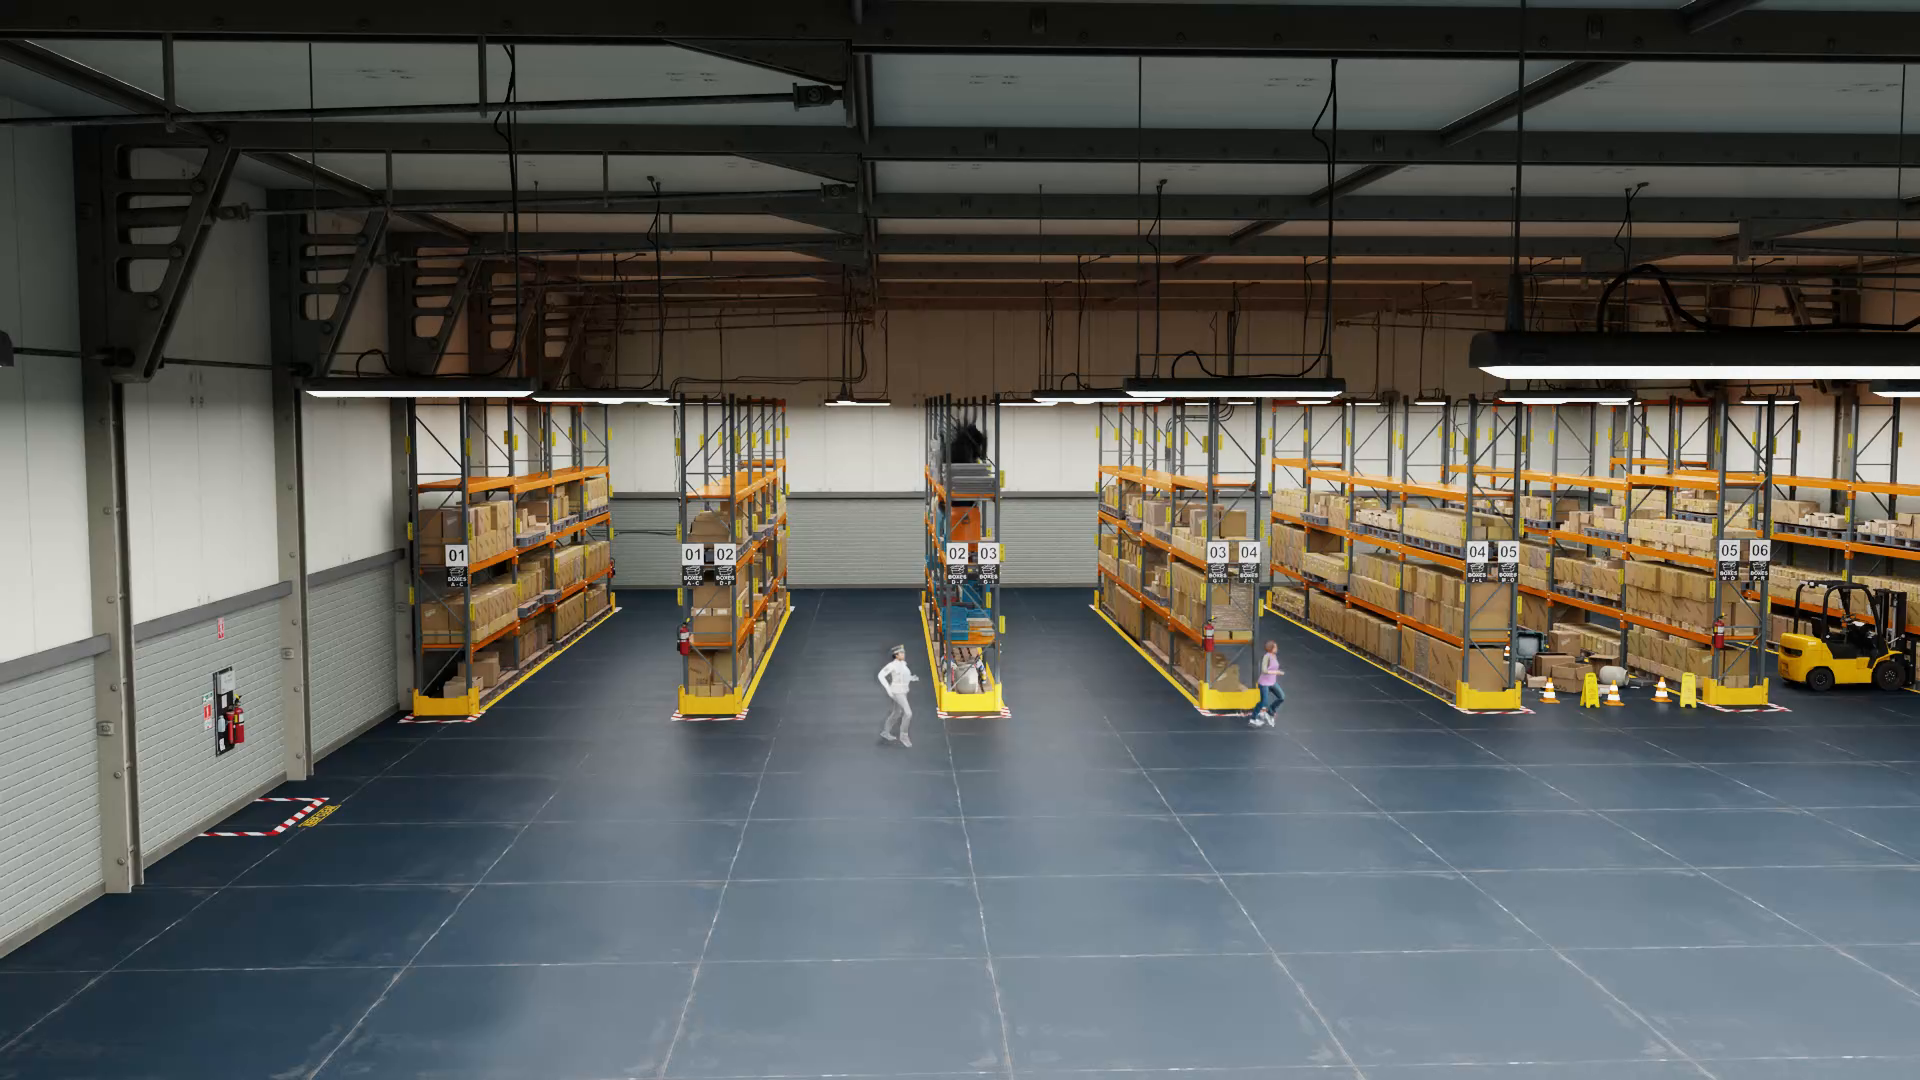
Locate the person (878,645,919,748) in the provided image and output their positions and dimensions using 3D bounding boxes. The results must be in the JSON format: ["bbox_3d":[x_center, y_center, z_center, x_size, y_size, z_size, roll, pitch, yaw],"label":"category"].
[{"bbox_3d":[-1.039,2.636,28.285,0.744,1.731,0.582,2,5,23],"label":"person"}]

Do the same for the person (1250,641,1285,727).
[{"bbox_3d":[5.539,2.582,29.852,0.721,1.563,0.561,4,6,41],"label":"person"}]

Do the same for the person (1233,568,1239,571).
[{"bbox_3d":[7.816,1.089,48.195,0.575,1.667,0.710,-3,5,-29],"label":"person"}]
